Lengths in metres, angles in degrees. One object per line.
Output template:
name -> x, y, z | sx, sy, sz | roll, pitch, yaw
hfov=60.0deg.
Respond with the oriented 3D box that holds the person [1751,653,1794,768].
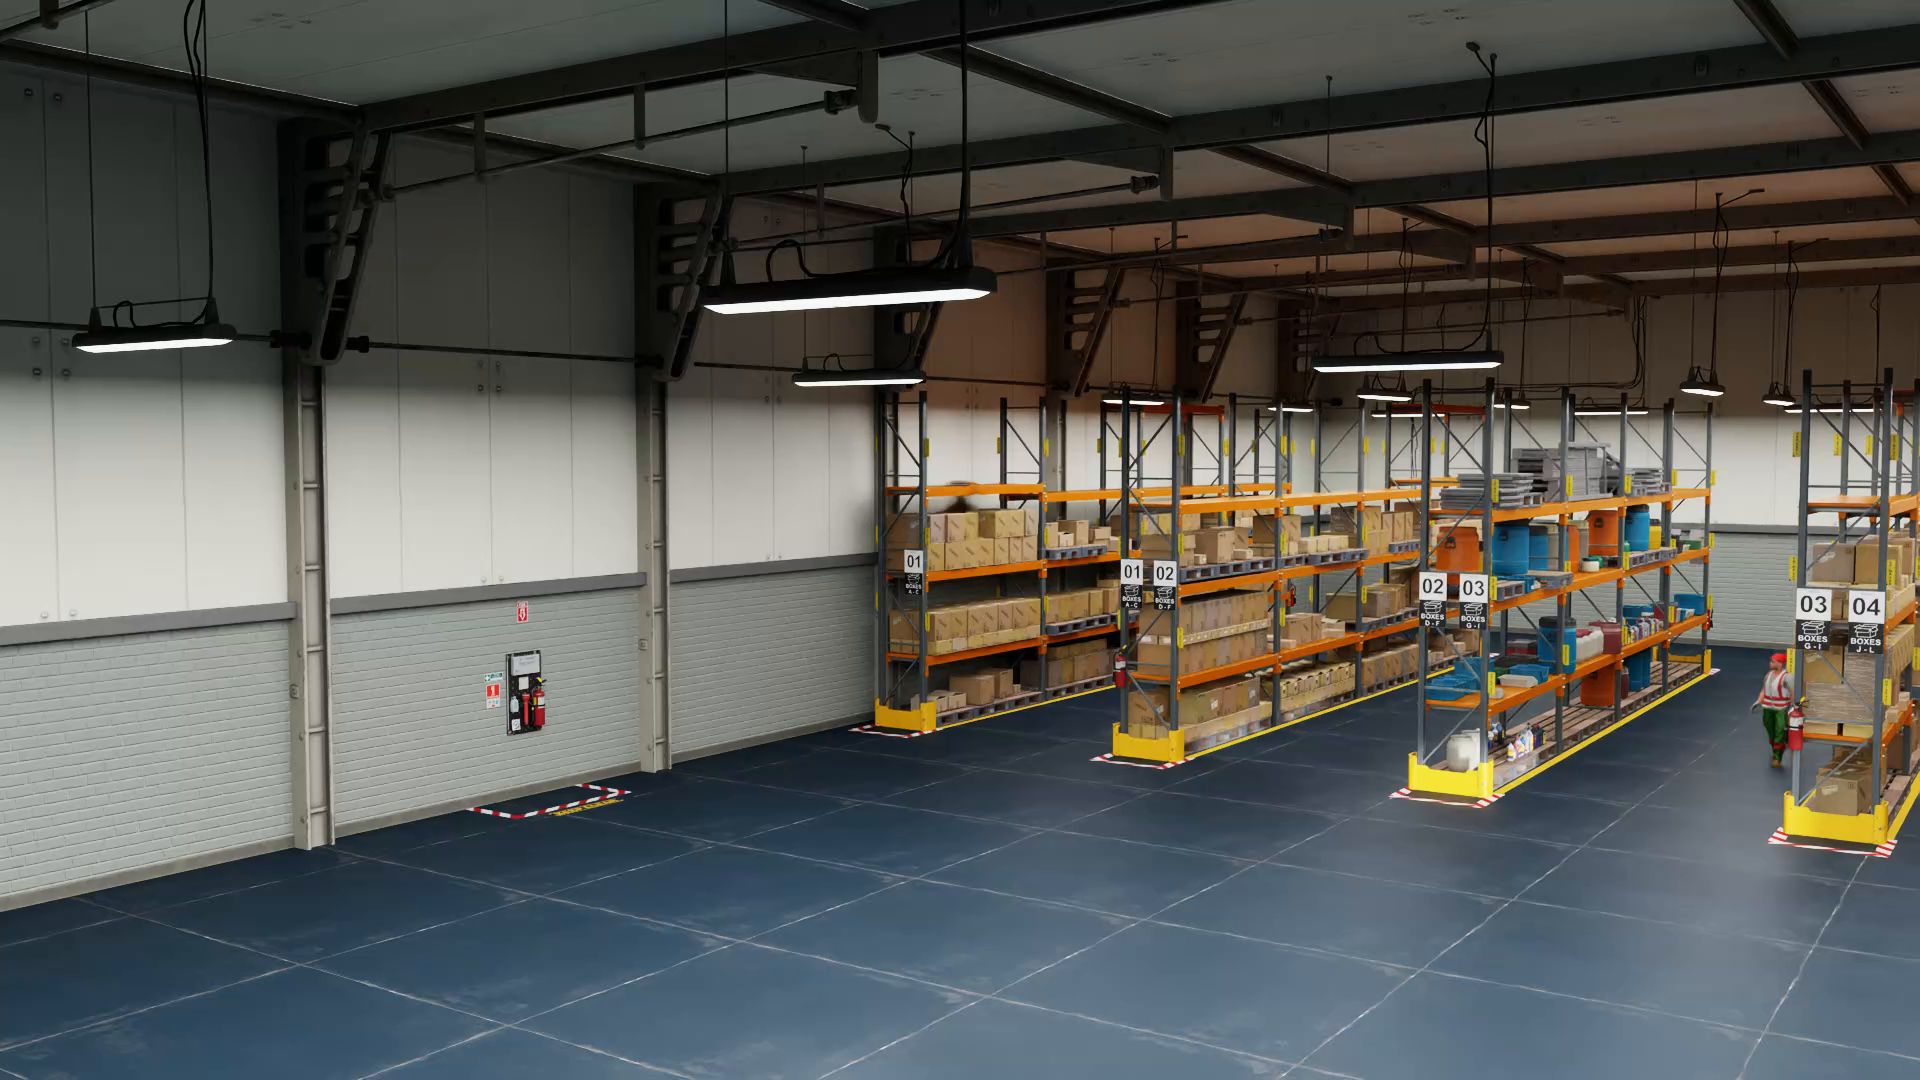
person -> 12.838, 2.656, 26.241 | 0.667, 1.747, 0.964 | 3, 4, 39
